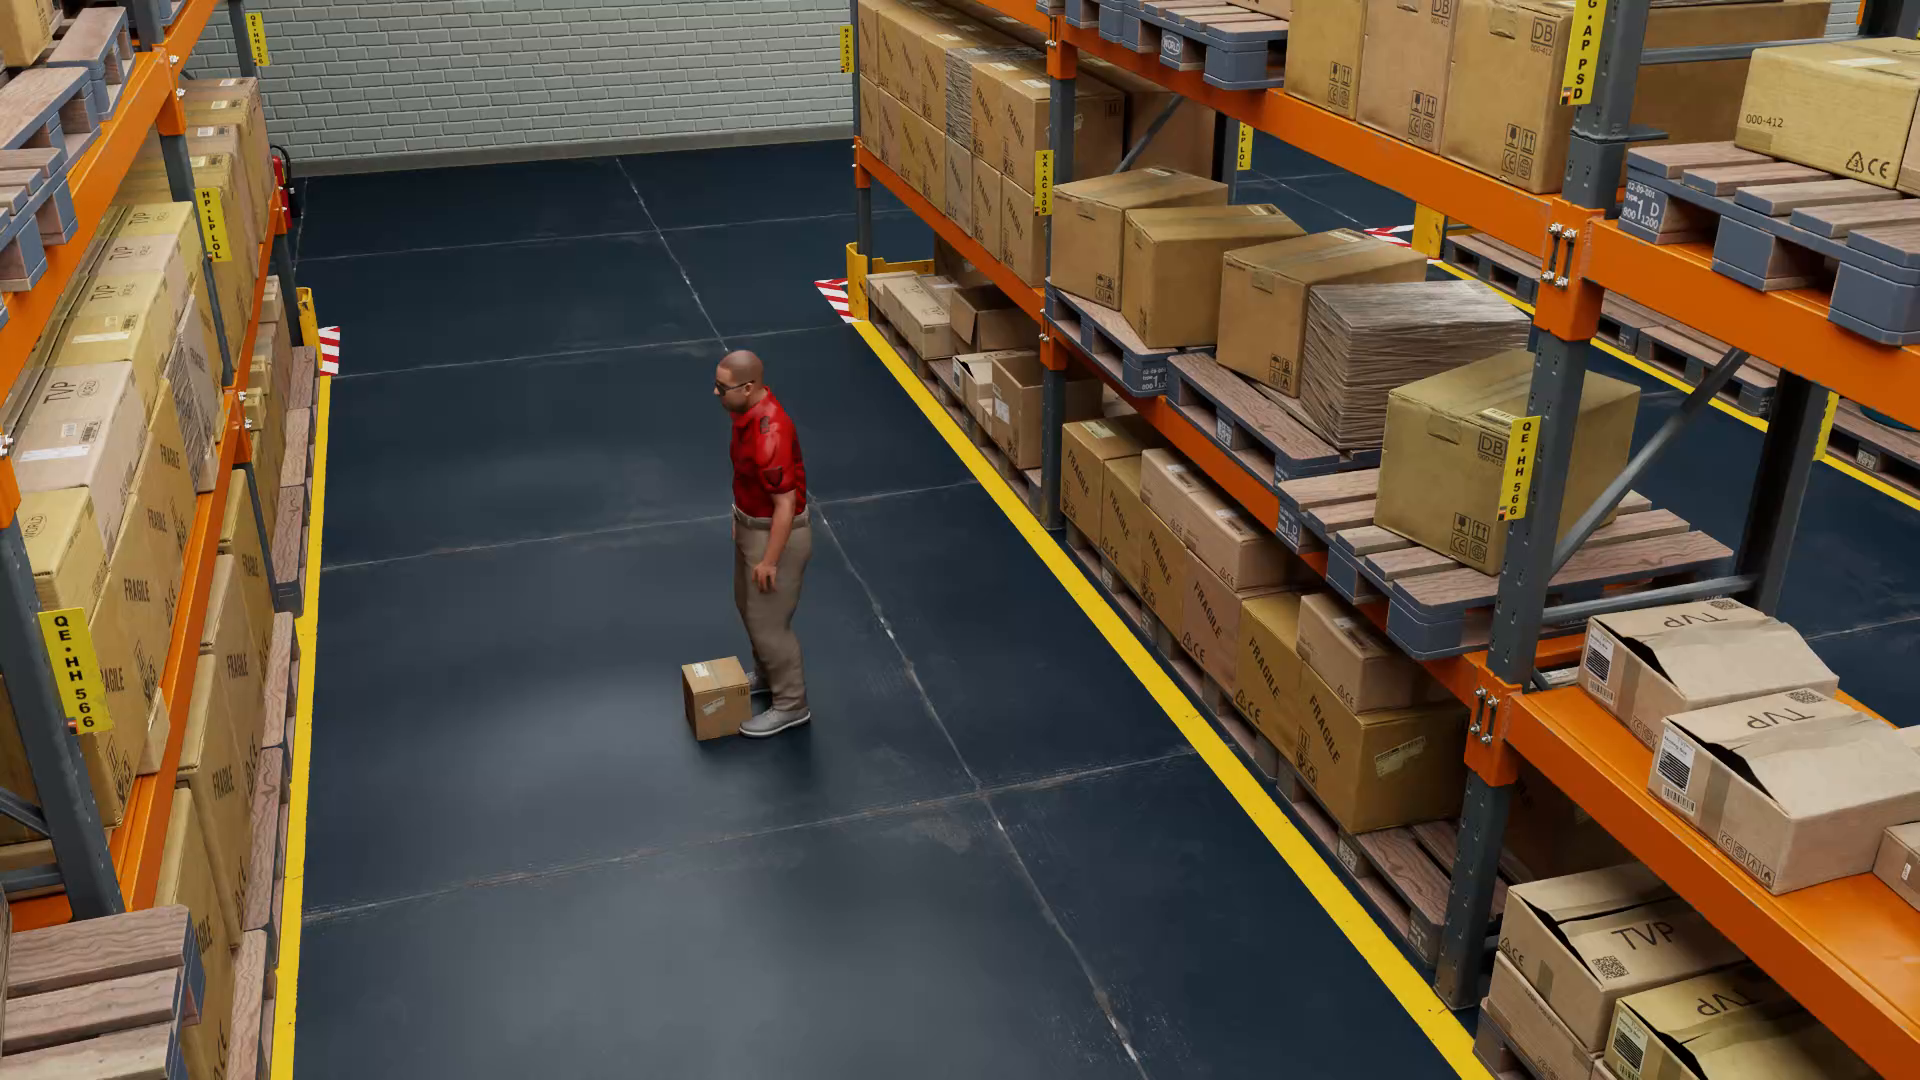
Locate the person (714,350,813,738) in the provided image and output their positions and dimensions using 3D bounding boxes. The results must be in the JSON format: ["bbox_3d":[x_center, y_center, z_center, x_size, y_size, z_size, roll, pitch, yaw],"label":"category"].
[{"bbox_3d":[-0.844,-0.004,7.136,0.394,1.727,0.587,-8,27,-16],"label":"person"}]
